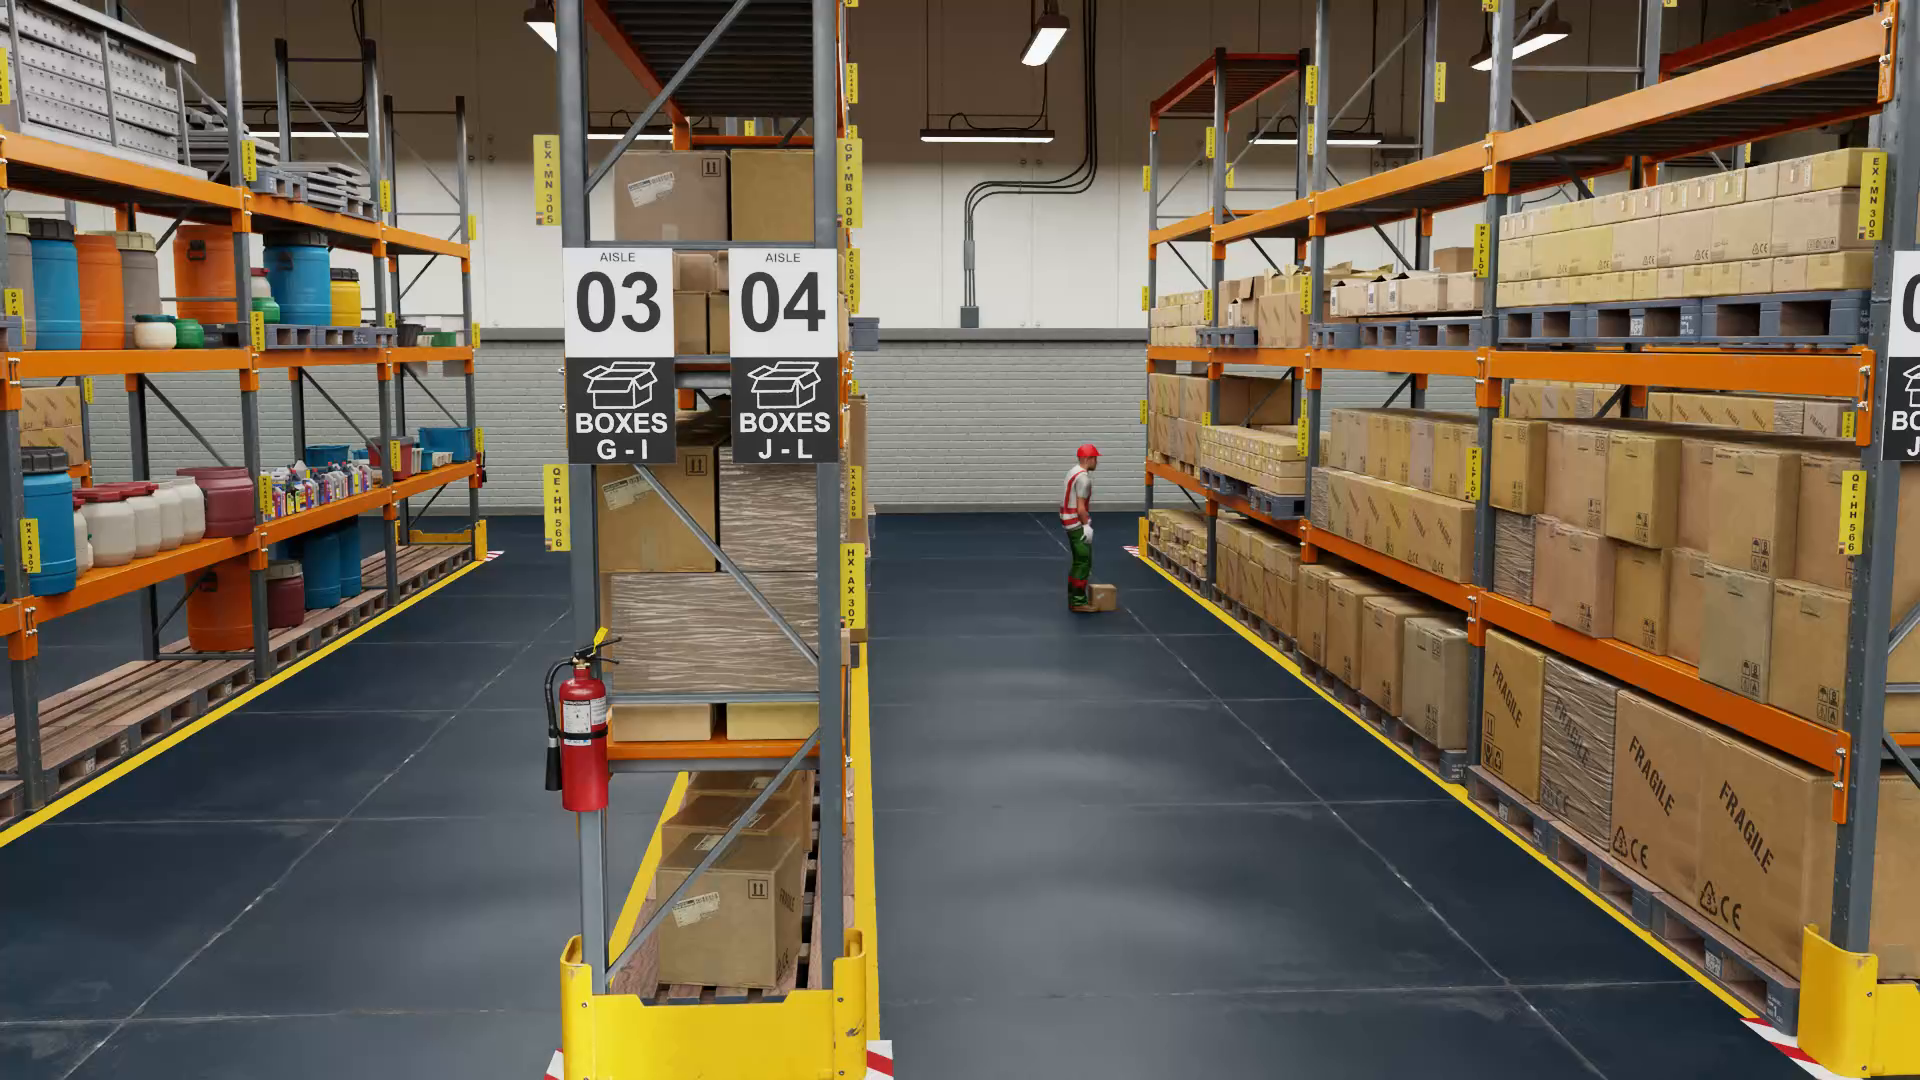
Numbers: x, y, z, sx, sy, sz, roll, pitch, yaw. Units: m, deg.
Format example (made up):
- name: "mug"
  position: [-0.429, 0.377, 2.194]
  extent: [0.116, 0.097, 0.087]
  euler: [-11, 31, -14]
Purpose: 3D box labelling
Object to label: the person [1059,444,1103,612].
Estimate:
- name: "person"
  position: [1.305, -0.134, 17.815]
  extent: [0.454, 1.777, 0.605]
  euler: [-1, 7, -6]
